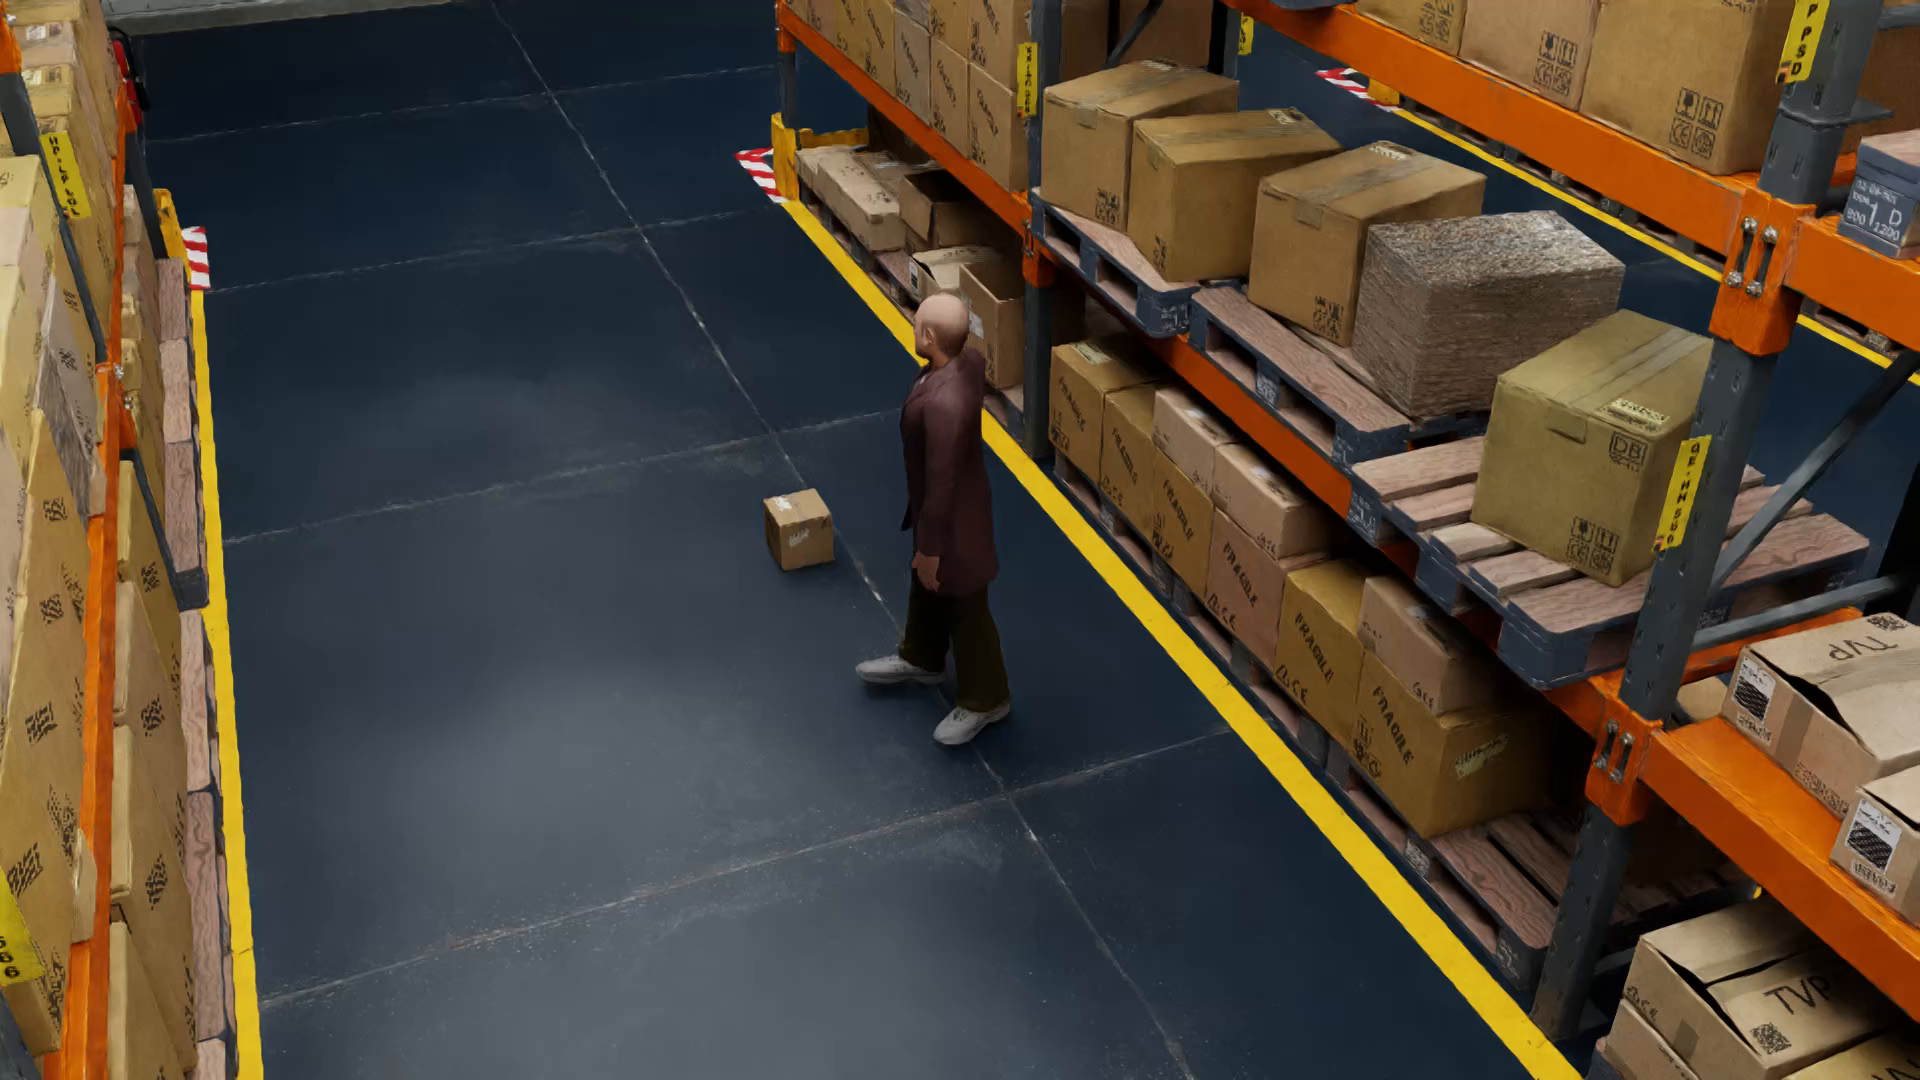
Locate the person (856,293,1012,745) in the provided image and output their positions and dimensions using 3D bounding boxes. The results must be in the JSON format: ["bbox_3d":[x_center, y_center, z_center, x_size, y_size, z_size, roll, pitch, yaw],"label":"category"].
[{"bbox_3d":[-0.110,-0.106,6.266,0.636,1.777,0.683,1,33,1],"label":"person"}]
